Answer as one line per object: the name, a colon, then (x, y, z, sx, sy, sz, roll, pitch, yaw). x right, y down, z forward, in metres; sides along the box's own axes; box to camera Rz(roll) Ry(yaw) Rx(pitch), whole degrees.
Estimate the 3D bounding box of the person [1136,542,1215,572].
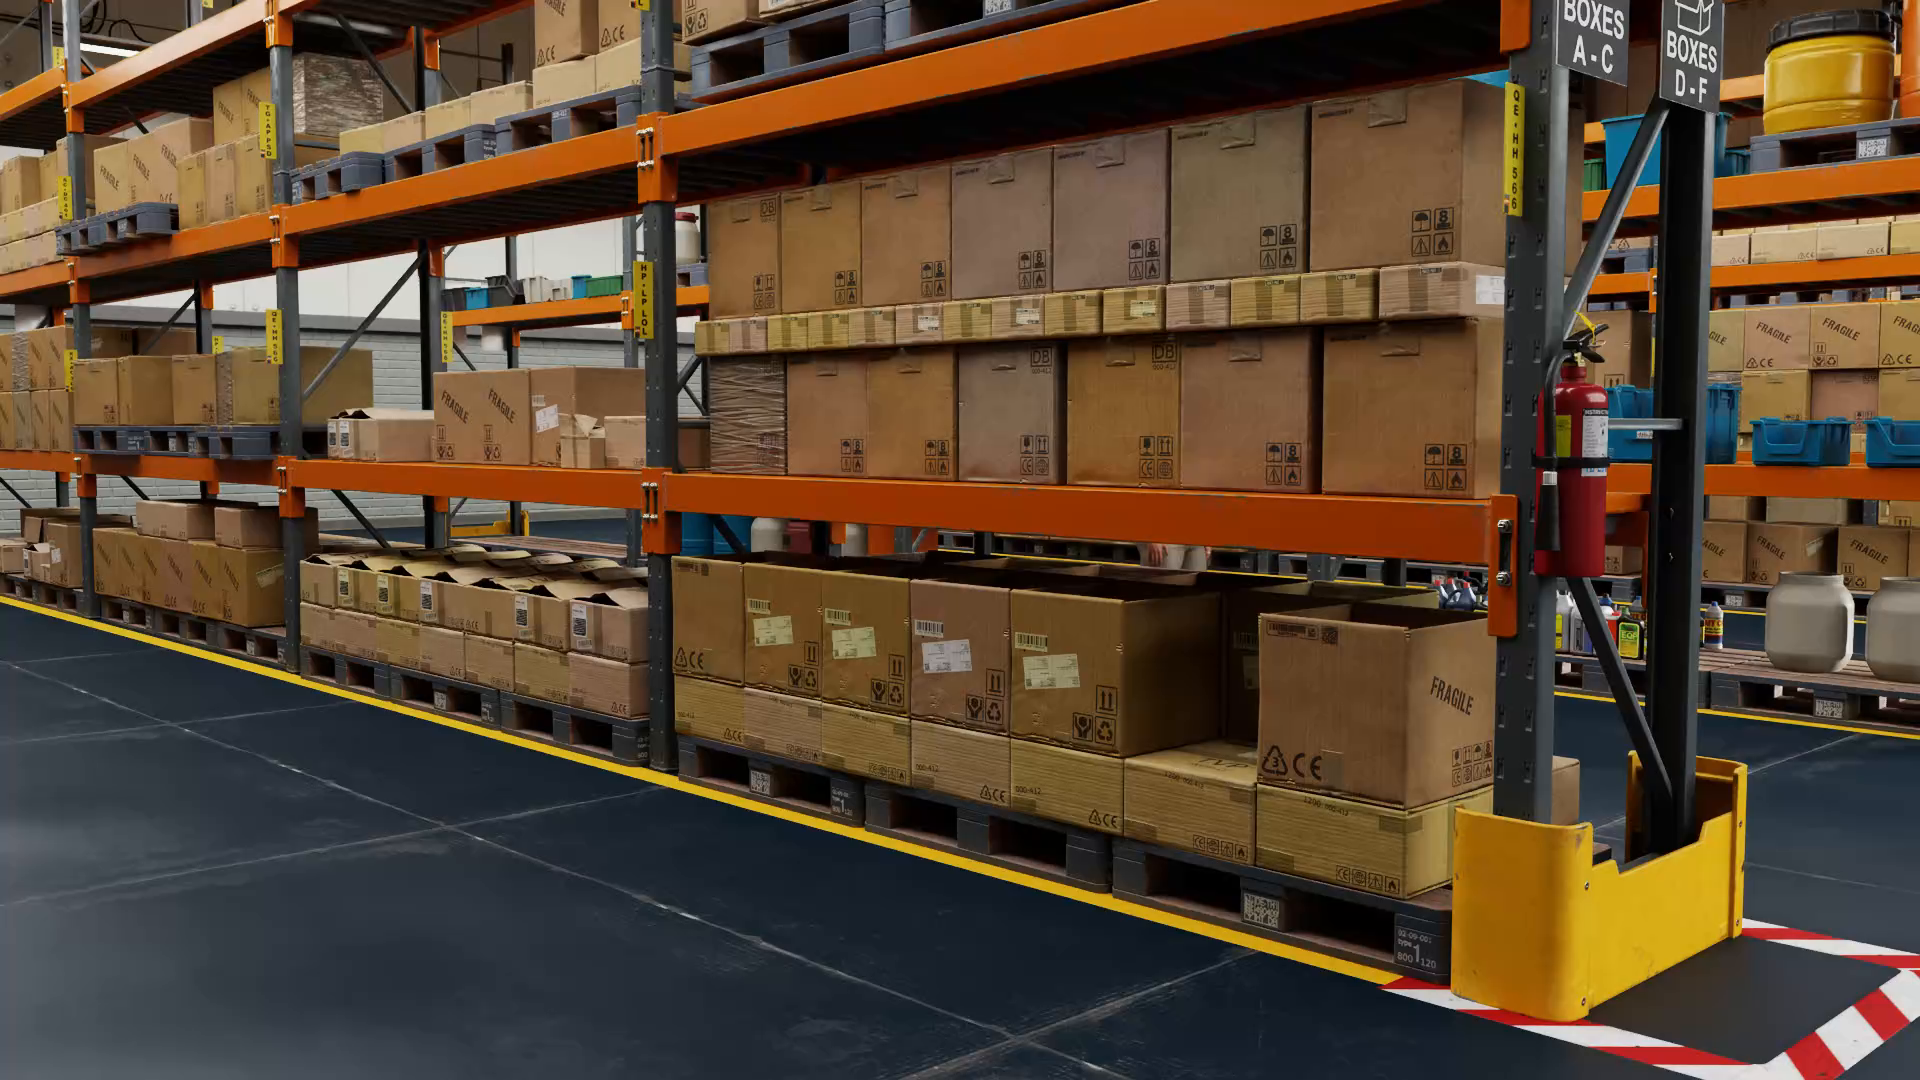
person: (1.227, -0.005, 9.451, 0.383, 1.727, 0.599, 4, 5, 44)
